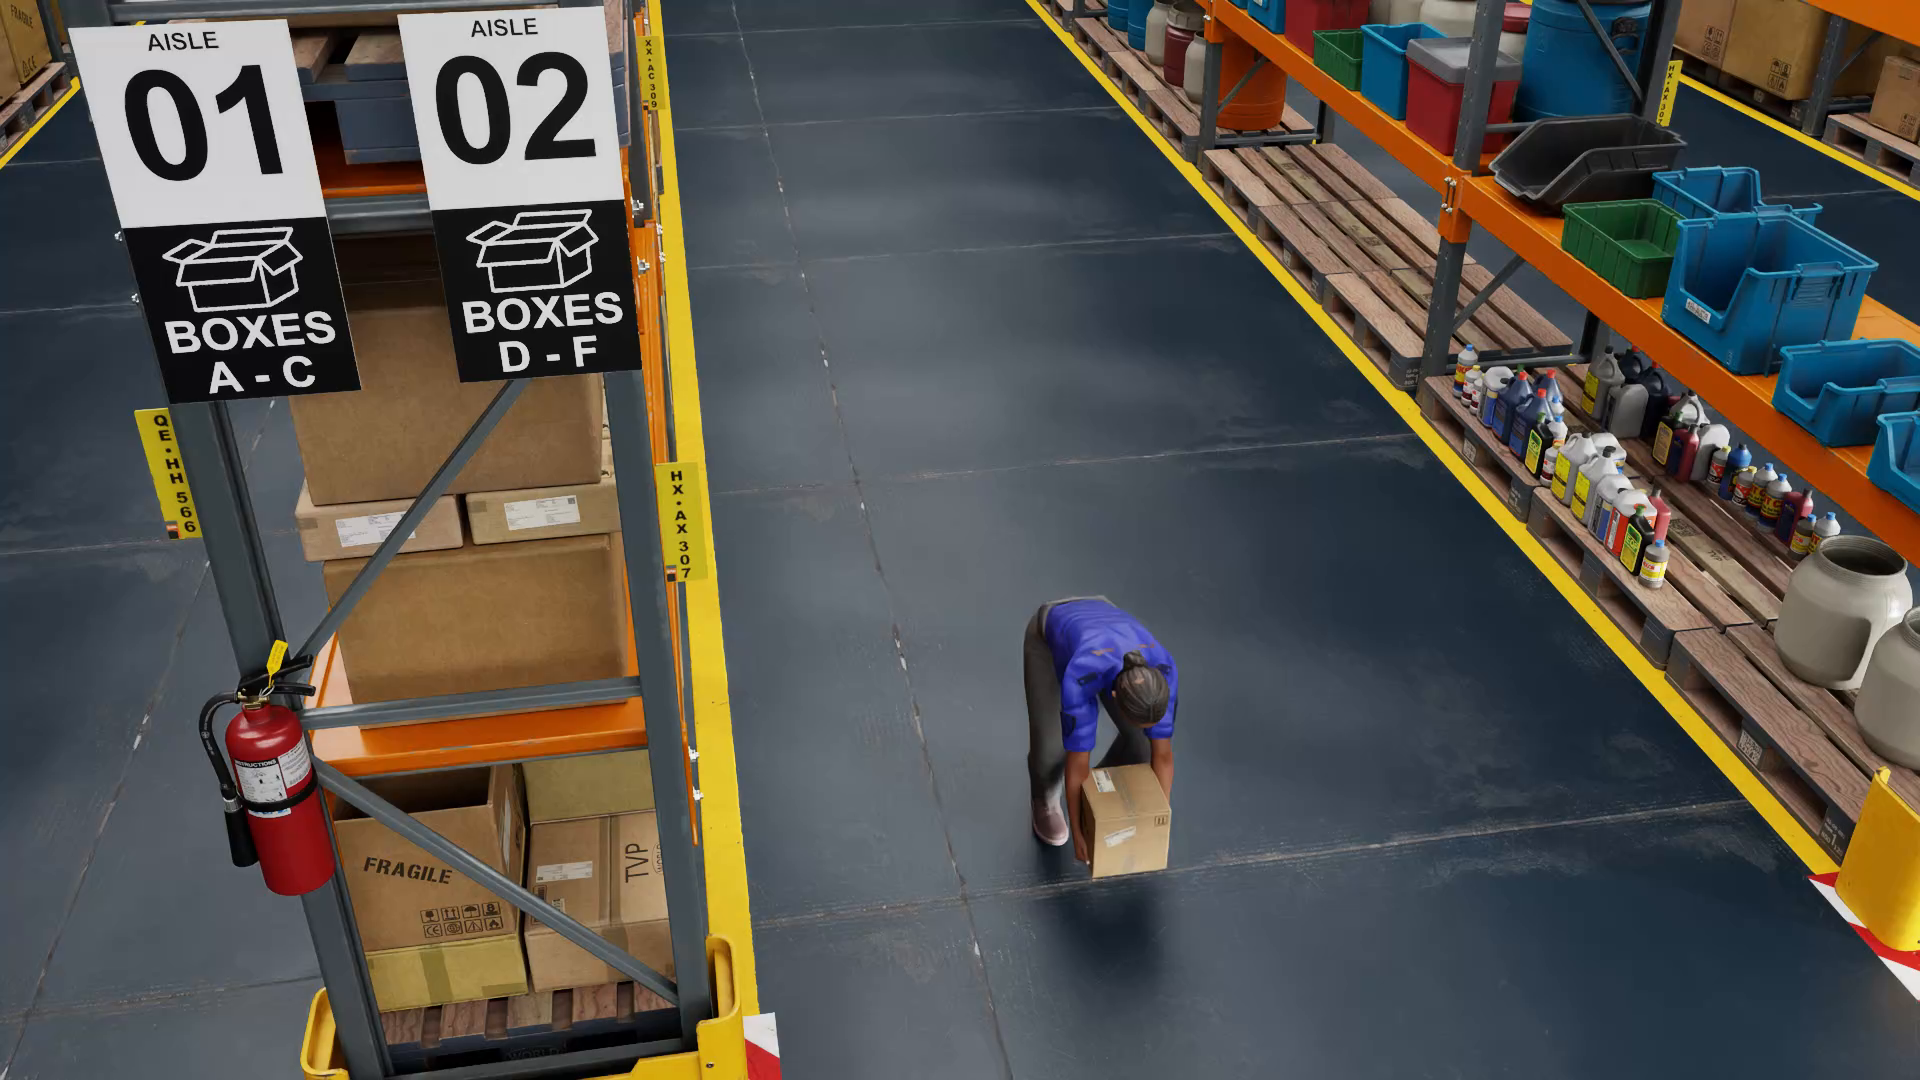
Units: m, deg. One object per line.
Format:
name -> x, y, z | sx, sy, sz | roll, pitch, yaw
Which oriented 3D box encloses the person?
person -> 0.480, 0.663, 5.662 | 0.461, 1.012, 0.861 | -7, 32, -11
